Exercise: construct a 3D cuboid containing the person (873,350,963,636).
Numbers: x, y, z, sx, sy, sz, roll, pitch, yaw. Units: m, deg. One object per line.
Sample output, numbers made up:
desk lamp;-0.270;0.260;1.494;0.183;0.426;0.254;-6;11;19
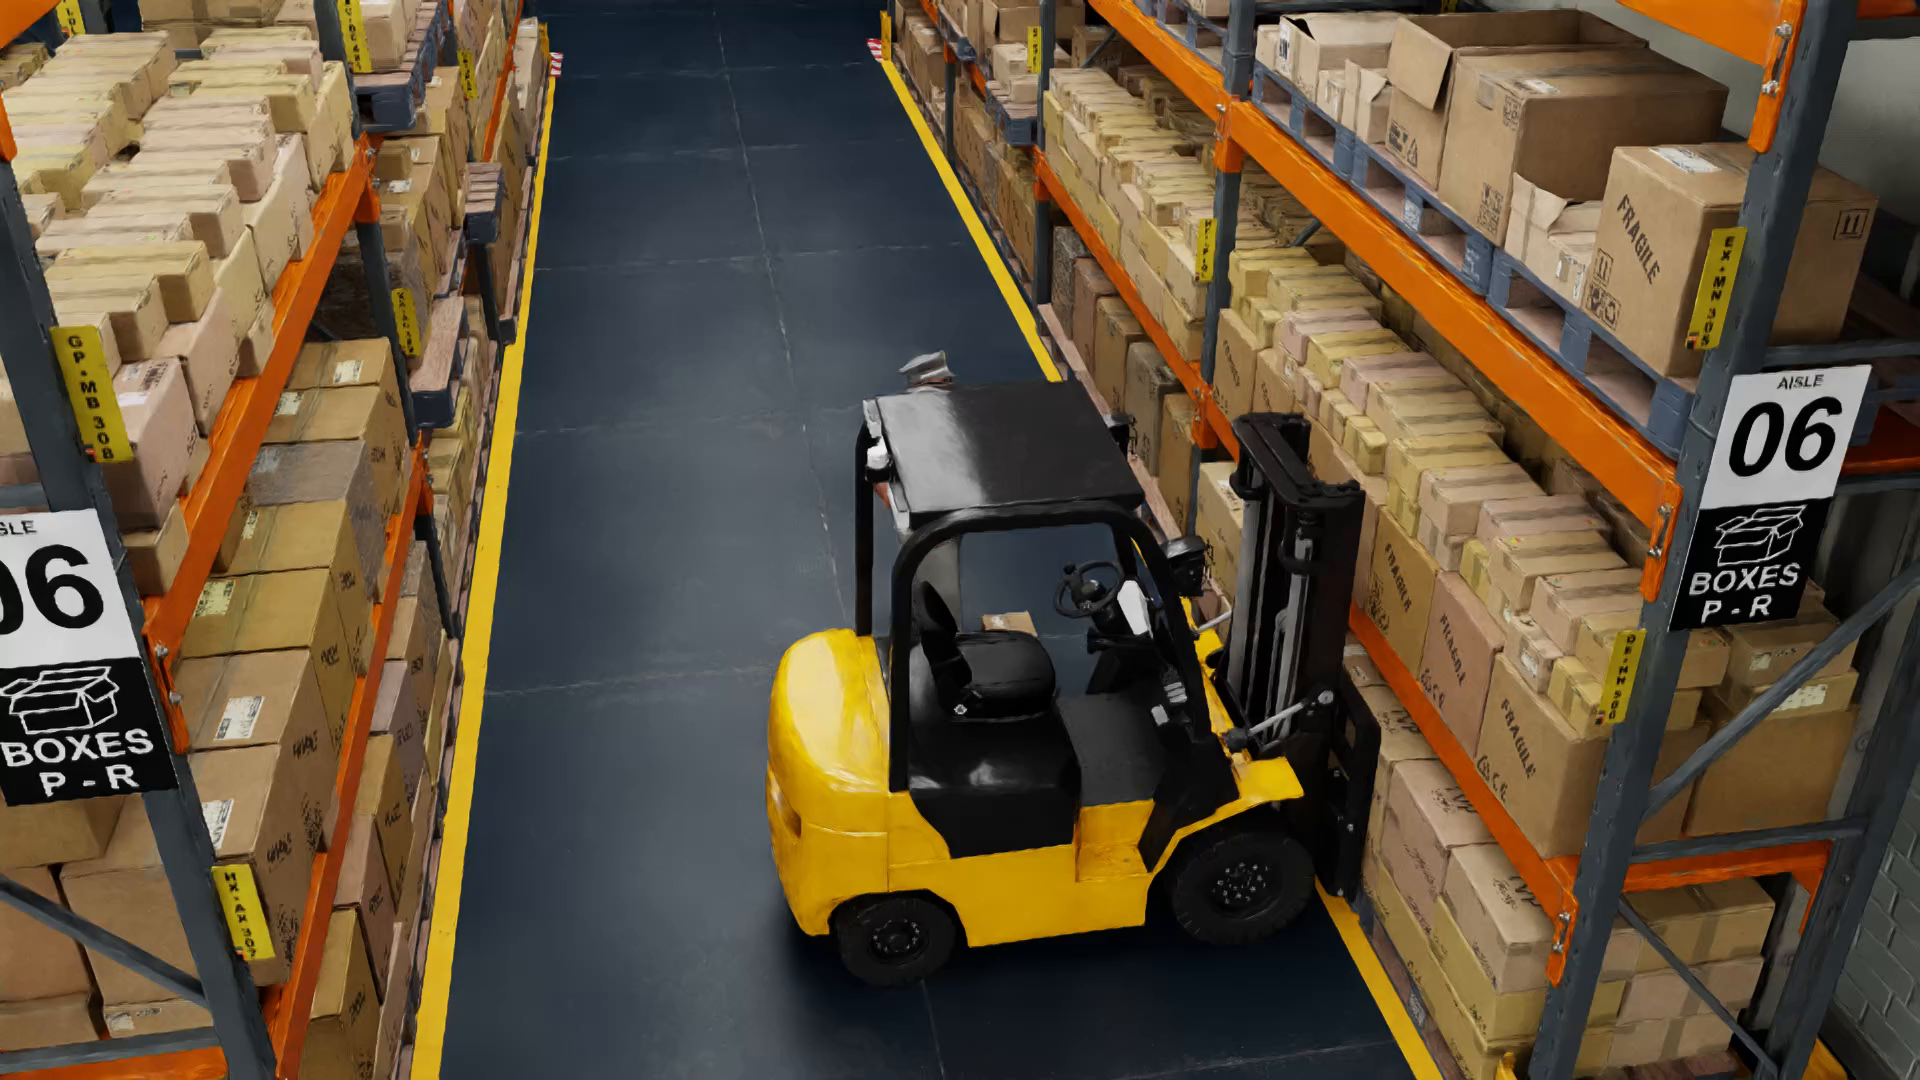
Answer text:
person;-0.031;-0.056;8.258;0.770;1.784;0.763;11;32;18
